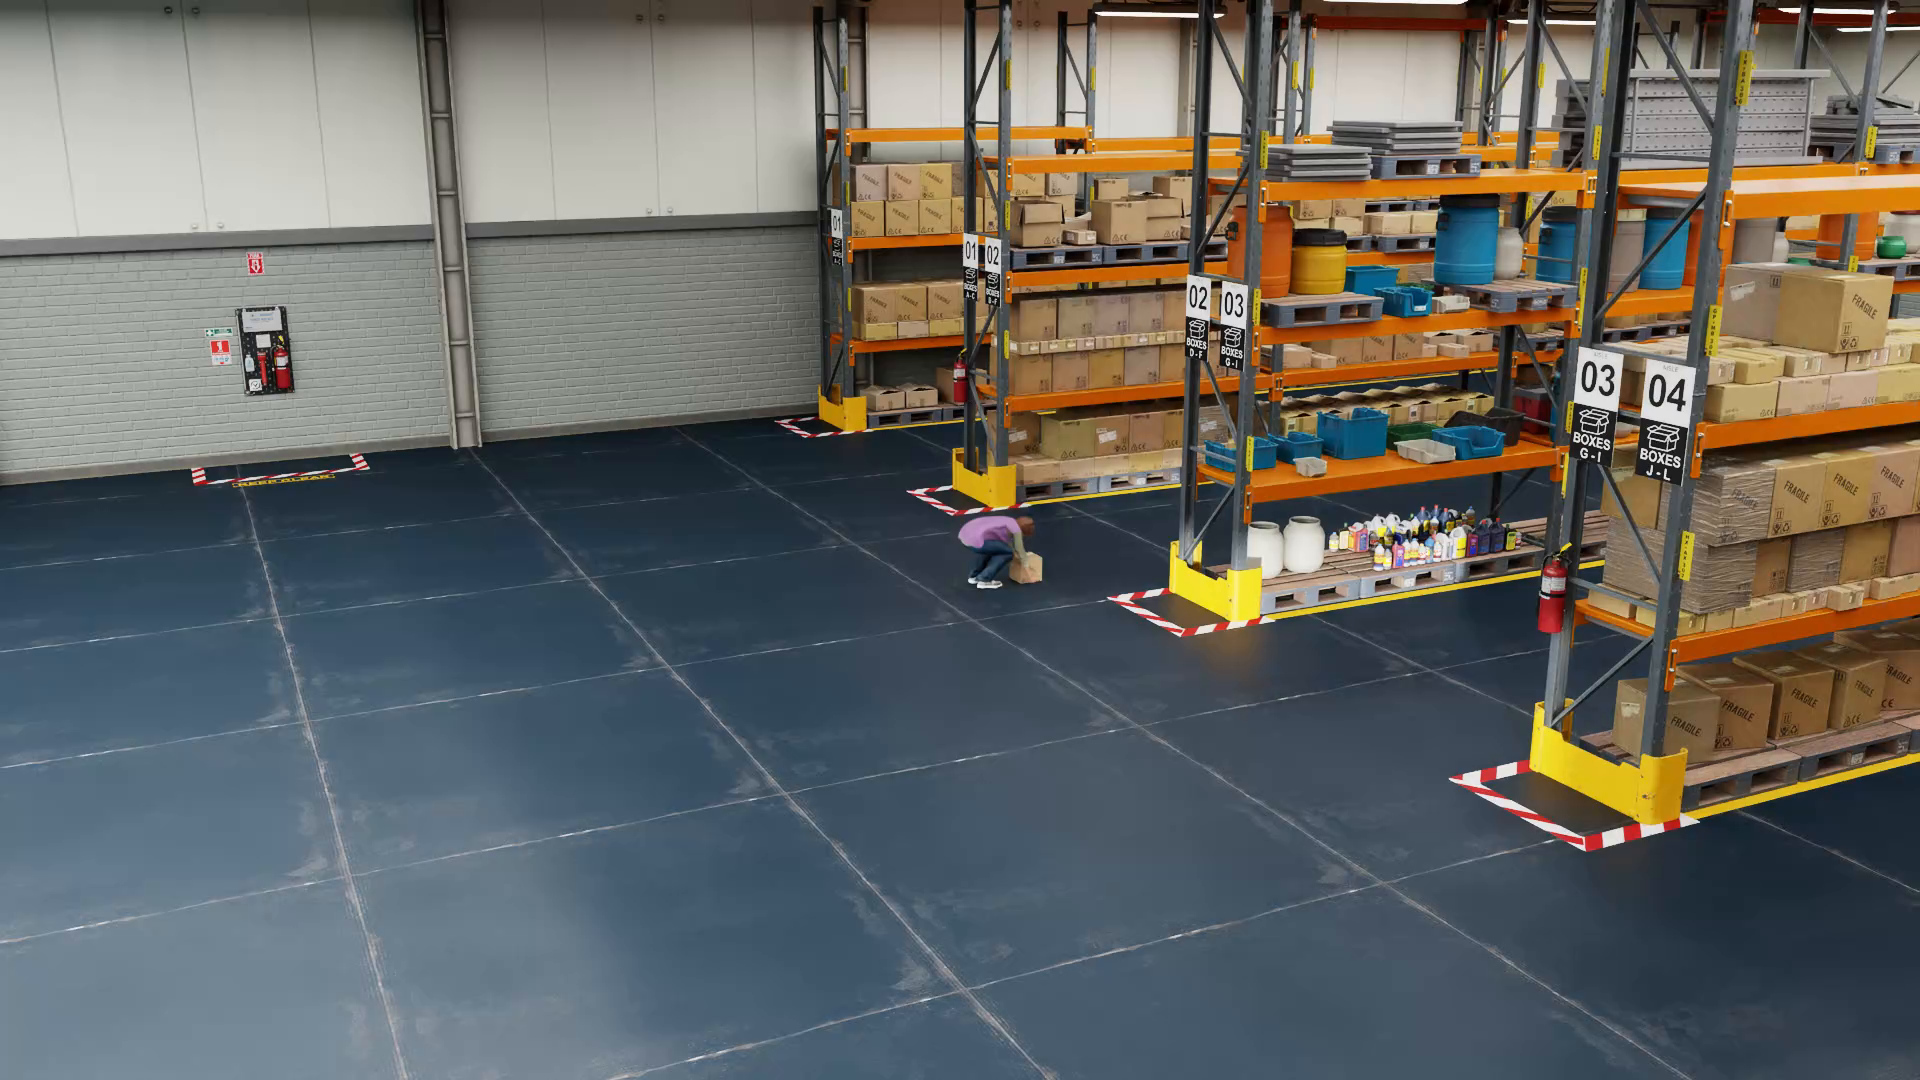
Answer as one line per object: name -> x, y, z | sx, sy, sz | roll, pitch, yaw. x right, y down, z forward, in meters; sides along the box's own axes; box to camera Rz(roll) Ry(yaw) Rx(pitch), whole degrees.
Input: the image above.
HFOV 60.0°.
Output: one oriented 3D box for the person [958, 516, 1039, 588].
person -> 0.386, 0.114, 17.027 | 0.873, 0.737, 0.421 | -8, 17, -26
